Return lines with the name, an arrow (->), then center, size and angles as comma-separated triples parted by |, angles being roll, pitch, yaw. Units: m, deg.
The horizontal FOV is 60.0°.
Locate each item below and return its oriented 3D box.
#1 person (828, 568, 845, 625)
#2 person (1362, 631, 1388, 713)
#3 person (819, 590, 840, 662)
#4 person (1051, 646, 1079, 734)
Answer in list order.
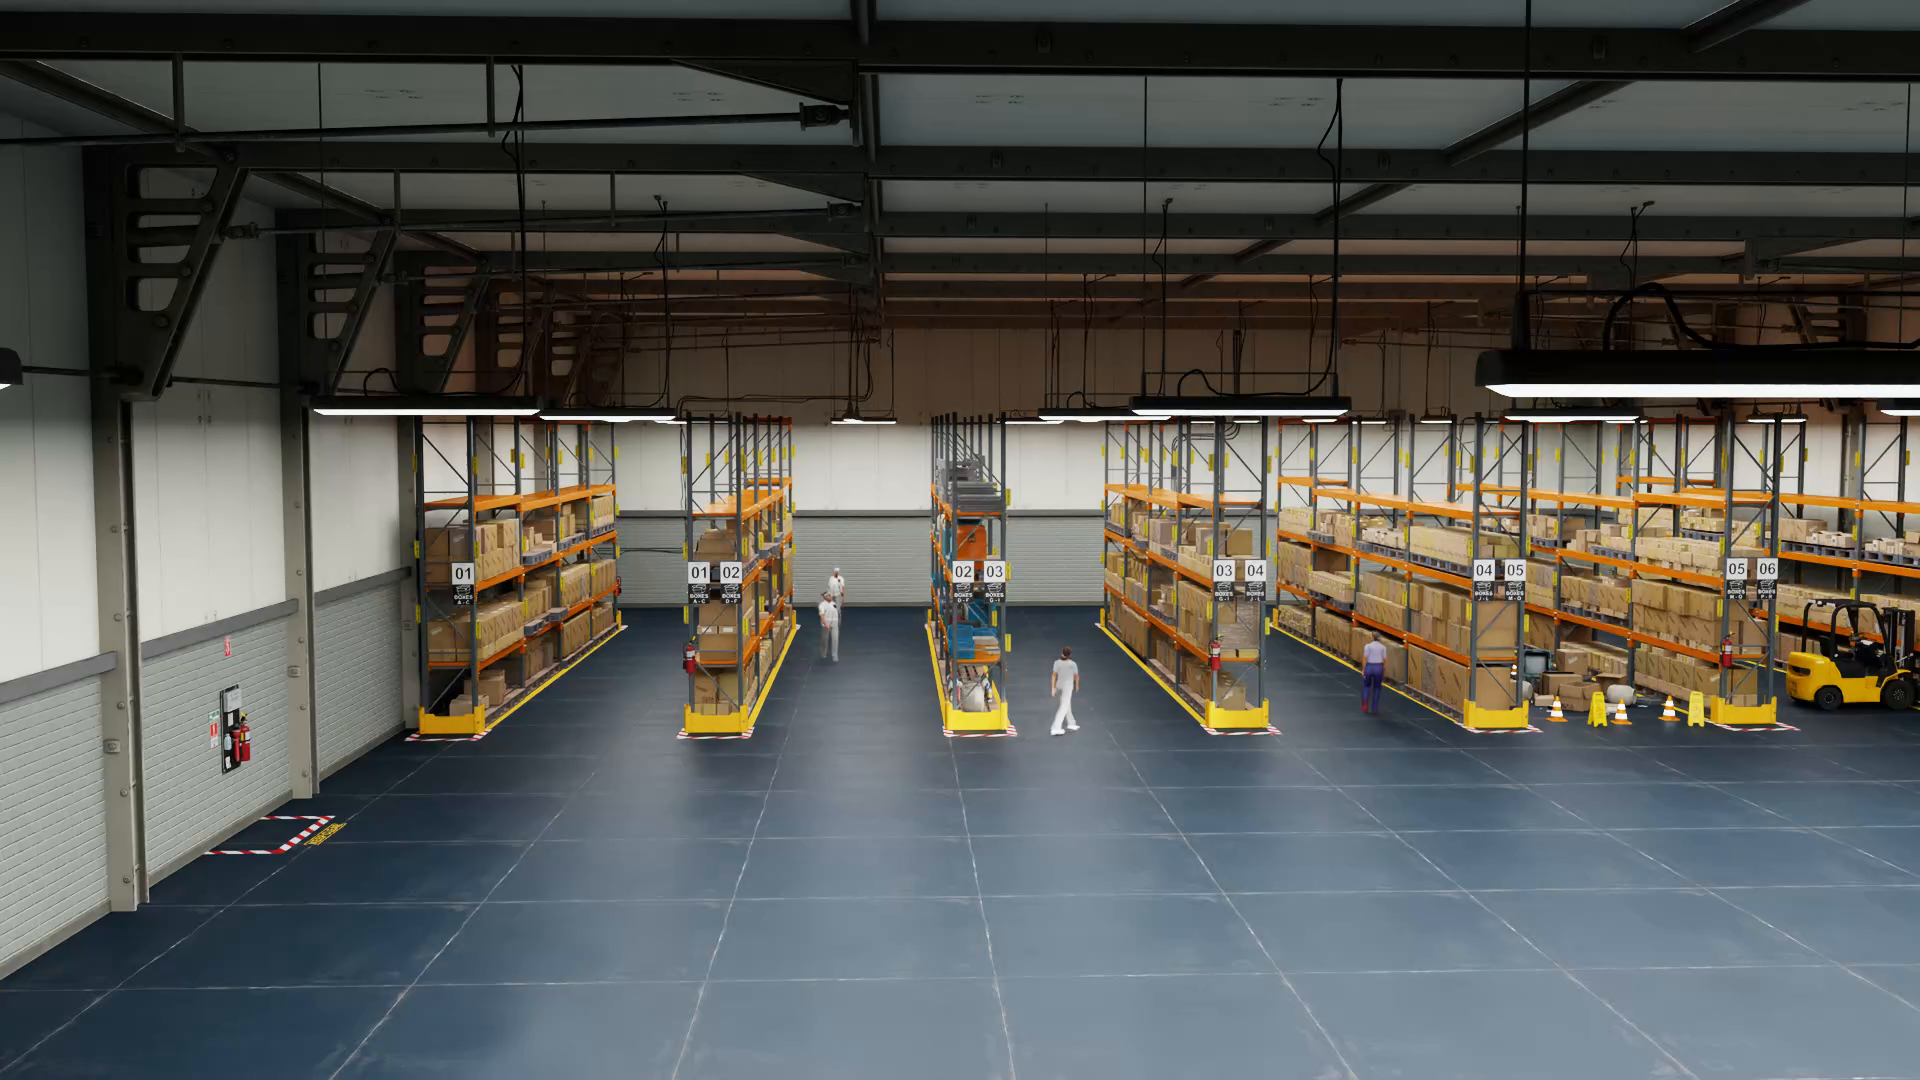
person -> -3.612, 1.667, 48.113 | 0.555, 1.733, 0.430 | 2, 4, 25
person -> 8.260, 2.640, 33.137 | 0.480, 1.629, 0.475 | 2, 4, 30
person -> -3.185, 2.076, 40.577 | 0.518, 1.726, 1.033 | -1, 4, -10
person -> 2.018, 2.779, 31.058 | 0.907, 1.636, 0.433 | -4, 5, -42
